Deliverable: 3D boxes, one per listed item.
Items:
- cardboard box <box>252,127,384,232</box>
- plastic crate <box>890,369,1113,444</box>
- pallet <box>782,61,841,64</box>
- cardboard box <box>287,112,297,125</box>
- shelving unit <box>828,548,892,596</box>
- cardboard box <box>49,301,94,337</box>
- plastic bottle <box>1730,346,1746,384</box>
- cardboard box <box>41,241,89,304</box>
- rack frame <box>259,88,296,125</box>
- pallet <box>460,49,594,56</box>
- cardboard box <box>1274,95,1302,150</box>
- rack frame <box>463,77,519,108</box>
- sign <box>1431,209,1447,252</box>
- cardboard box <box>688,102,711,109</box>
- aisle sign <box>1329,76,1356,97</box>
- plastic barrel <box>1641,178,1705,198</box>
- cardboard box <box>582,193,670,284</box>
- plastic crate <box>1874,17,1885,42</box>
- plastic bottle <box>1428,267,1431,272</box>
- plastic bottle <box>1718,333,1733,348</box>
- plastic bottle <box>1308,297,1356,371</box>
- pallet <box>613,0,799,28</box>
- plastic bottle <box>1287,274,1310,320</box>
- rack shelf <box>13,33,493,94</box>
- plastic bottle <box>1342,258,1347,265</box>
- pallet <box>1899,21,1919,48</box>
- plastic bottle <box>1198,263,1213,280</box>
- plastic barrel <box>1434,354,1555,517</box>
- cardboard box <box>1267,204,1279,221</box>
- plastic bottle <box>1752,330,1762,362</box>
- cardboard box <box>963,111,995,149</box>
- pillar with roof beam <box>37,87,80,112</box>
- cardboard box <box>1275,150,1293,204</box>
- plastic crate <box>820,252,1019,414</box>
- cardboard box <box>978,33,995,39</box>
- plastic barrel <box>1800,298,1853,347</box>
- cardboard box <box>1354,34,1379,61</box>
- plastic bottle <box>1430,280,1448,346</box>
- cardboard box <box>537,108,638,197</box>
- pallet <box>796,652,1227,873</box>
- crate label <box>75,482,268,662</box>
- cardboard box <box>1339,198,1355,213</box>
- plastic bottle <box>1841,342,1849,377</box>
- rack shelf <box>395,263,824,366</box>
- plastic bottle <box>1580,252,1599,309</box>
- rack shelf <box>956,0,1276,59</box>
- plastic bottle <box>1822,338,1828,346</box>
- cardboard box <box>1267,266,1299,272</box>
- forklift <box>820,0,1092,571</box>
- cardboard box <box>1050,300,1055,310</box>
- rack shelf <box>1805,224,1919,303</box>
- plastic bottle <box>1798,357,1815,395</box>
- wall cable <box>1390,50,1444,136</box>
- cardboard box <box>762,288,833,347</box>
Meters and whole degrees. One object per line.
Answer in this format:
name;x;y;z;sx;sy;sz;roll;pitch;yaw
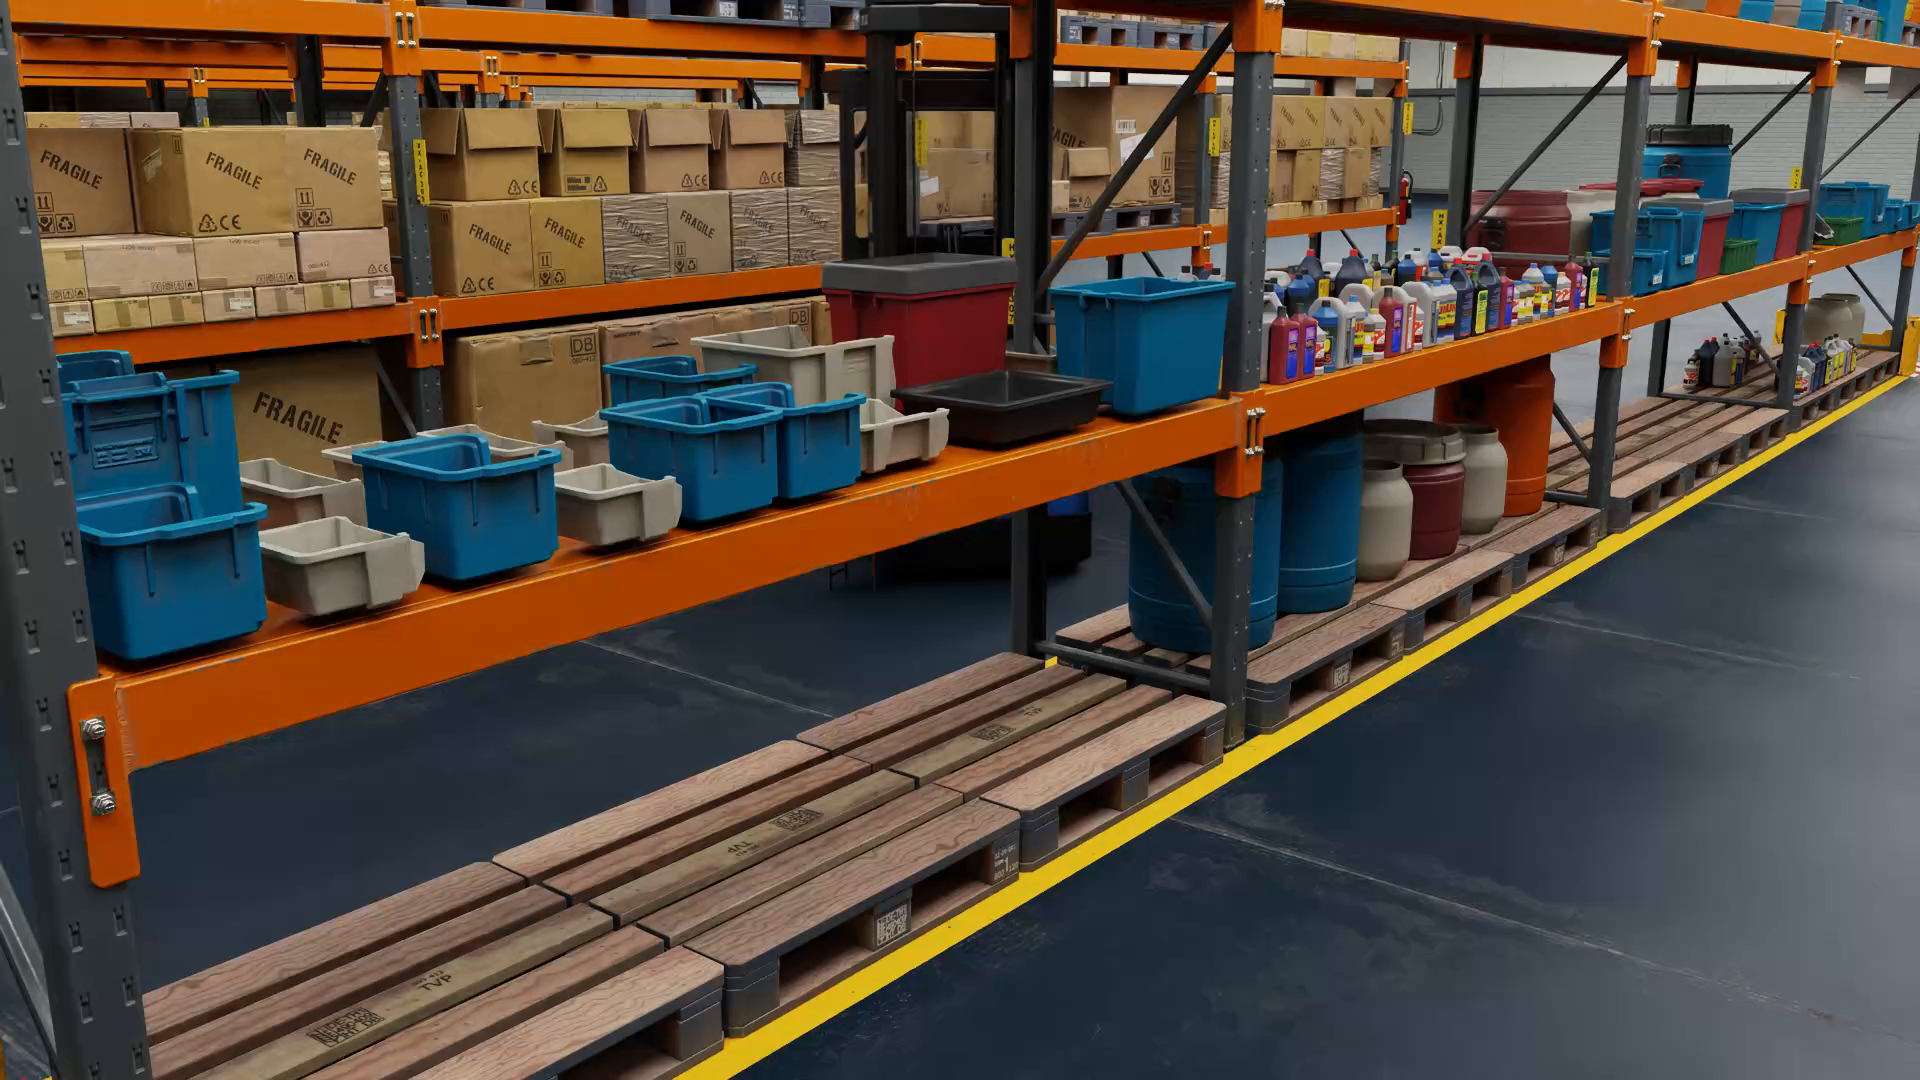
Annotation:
cardboard box;-3.306;-1.840;8.452;0.500;0.500;0.500;12;19;39
plastic crate;0.133;-0.408;5.074;0.437;0.125;0.590;11;18;38
pallet;-1.469;-5.420;18.453;1.003;0.211;1.213;11;18;38
cardboard box;-7.610;-4.902;19.349;0.380;0.149;0.250;10;17;35
shelving unit;-0.489;-0.271;8.056;0.252;1.050;0.215;6;15;21
cardboard box;-4.130;-1.009;7.514;0.380;0.149;0.250;12;18;38
plastic bottle;6.088;-1.380;13.102;0.152;0.276;0.135;11;18;38
cardboard box;-4.263;-1.187;7.405;0.500;0.250;0.500;11;18;36
rack frame;-9.768;-5.368;24.161;1.000;3.000;0.127;11;18;38
pallet;-4.142;-4.582;15.357;1.213;0.211;1.003;12;19;40
cardboard box;2.912;-3.983;15.870;0.500;0.500;0.500;11;18;38
rack frame;-5.905;-4.600;21.140;1.000;3.000;0.127;11;18;38
sign;2.709;-1.697;9.380;0.100;0.325;0.005;11;18;38
cardboard box;-3.866;-5.816;23.088;0.700;0.500;0.500;11;18;38
aisle sign;4.123;-5.151;18.028;0.394;0.787;0.004;11;18;38
plastic barrel;4.884;-2.217;11.482;0.433;0.535;0.433;0;14;0
cardboard box;-2.111;-1.825;10.011;0.500;0.500;0.500;11;18;36
plastic crate;6.859;-3.912;12.766;0.336;0.188;0.450;11;18;38
plastic bottle;2.463;-1.369;8.822;0.097;0.201;0.097;0;14;0
plastic bottle;6.160;-1.496;13.407;0.144;0.351;0.185;11;18;37
plastic bottle;1.445;-0.808;6.463;0.152;0.276;0.135;11;18;38
pallet;-1.775;-3.317;10.379;1.003;0.211;1.213;12;19;40
plastic bottle;1.509;-1.052;7.435;0.097;0.271;0.097;0;14;0
rack shelf;-5.762;-3.810;13.397;1.077;0.370;4.000;11;18;38
plastic bottle;1.856;-1.231;8.112;0.061;0.283;0.133;11;18;38
pallet;7.574;-4.285;14.191;1.003;0.211;1.213;11;18;38
plastic bottle;1.067;-1.007;7.093;0.144;0.351;0.185;11;18;38
plastic barrel;2.847;-0.590;8.907;0.600;0.830;0.708;11;18;38
cardboard box;2.814;-3.129;15.857;0.380;0.149;0.250;11;18;38
plastic bottle;6.788;-1.658;14.206;0.097;0.271;0.097;0;14;0
cardboard box;-0.014;-5.031;20.338;0.875;0.550;0.550;11;18;38
pillar with roof beam;-8.815;-7.232;19.316;9.100;9.000;0.400;11;18;38
cardboard box;2.712;-3.538;16.150;0.875;0.500;0.500;11;18;38
plastic crate;-0.129;-0.696;5.520;0.402;0.464;0.583;11;18;38
cardboard box;0.106;-3.831;12.323;0.500;0.250;0.500;12;18;39
plastic barrel;7.500;-1.830;14.436;0.421;0.512;0.421;0;14;0
cardboard box;3.900;-4.986;16.871;0.500;0.250;0.500;11;18;38
plastic bottle;2.037;-0.975;7.132;0.097;0.271;0.097;0;14;0
cardboard box;-2.389;-2.323;9.933;0.797;0.503;0.637;12;18;38
pallet;0.196;0.730;5.821;1.003;0.211;1.213;11;18;38
crate label;-1.475;0.053;3.039;0.416;0.233;0.303;11;18;38
cardboard box;3.855;-3.476;17.222;0.380;0.149;0.250;11;18;38
plastic bottle;7.089;-1.469;13.453;0.152;0.276;0.135;11;18;36
rack shelf;-1.968;-1.569;10.669;1.077;0.370;4.000;11;18;38
plastic bottle;3.219;-1.334;8.520;0.061;0.283;0.133;11;18;38
rack shelf;-0.629;-1.490;4.267;1.077;0.370;4.000;11;18;38
plastic bottle;7.093;-1.516;13.621;0.061;0.283;0.133;11;18;38
cardboard box;3.563;-2.588;17.443;0.500;0.500;0.500;-10;17;-35
forklift;-0.169;-1.585;9.410;1.130;2.935;3.031;-3;15;-13
cardboard box;0.735;-1.759;14.137;0.700;0.500;0.500;9;17;33
rack shelf;6.913;-2.335;13.682;1.077;0.370;4.000;11;18;38
plastic bottle;6.379;-1.253;12.601;0.152;0.276;0.135;12;19;40
wall cable;13.343;-13.647;50.875;3.097;2.526;0.112;11;18;38
cardboard box;-1.161;-1.346;11.790;1.225;0.875;0.875;10;17;35
